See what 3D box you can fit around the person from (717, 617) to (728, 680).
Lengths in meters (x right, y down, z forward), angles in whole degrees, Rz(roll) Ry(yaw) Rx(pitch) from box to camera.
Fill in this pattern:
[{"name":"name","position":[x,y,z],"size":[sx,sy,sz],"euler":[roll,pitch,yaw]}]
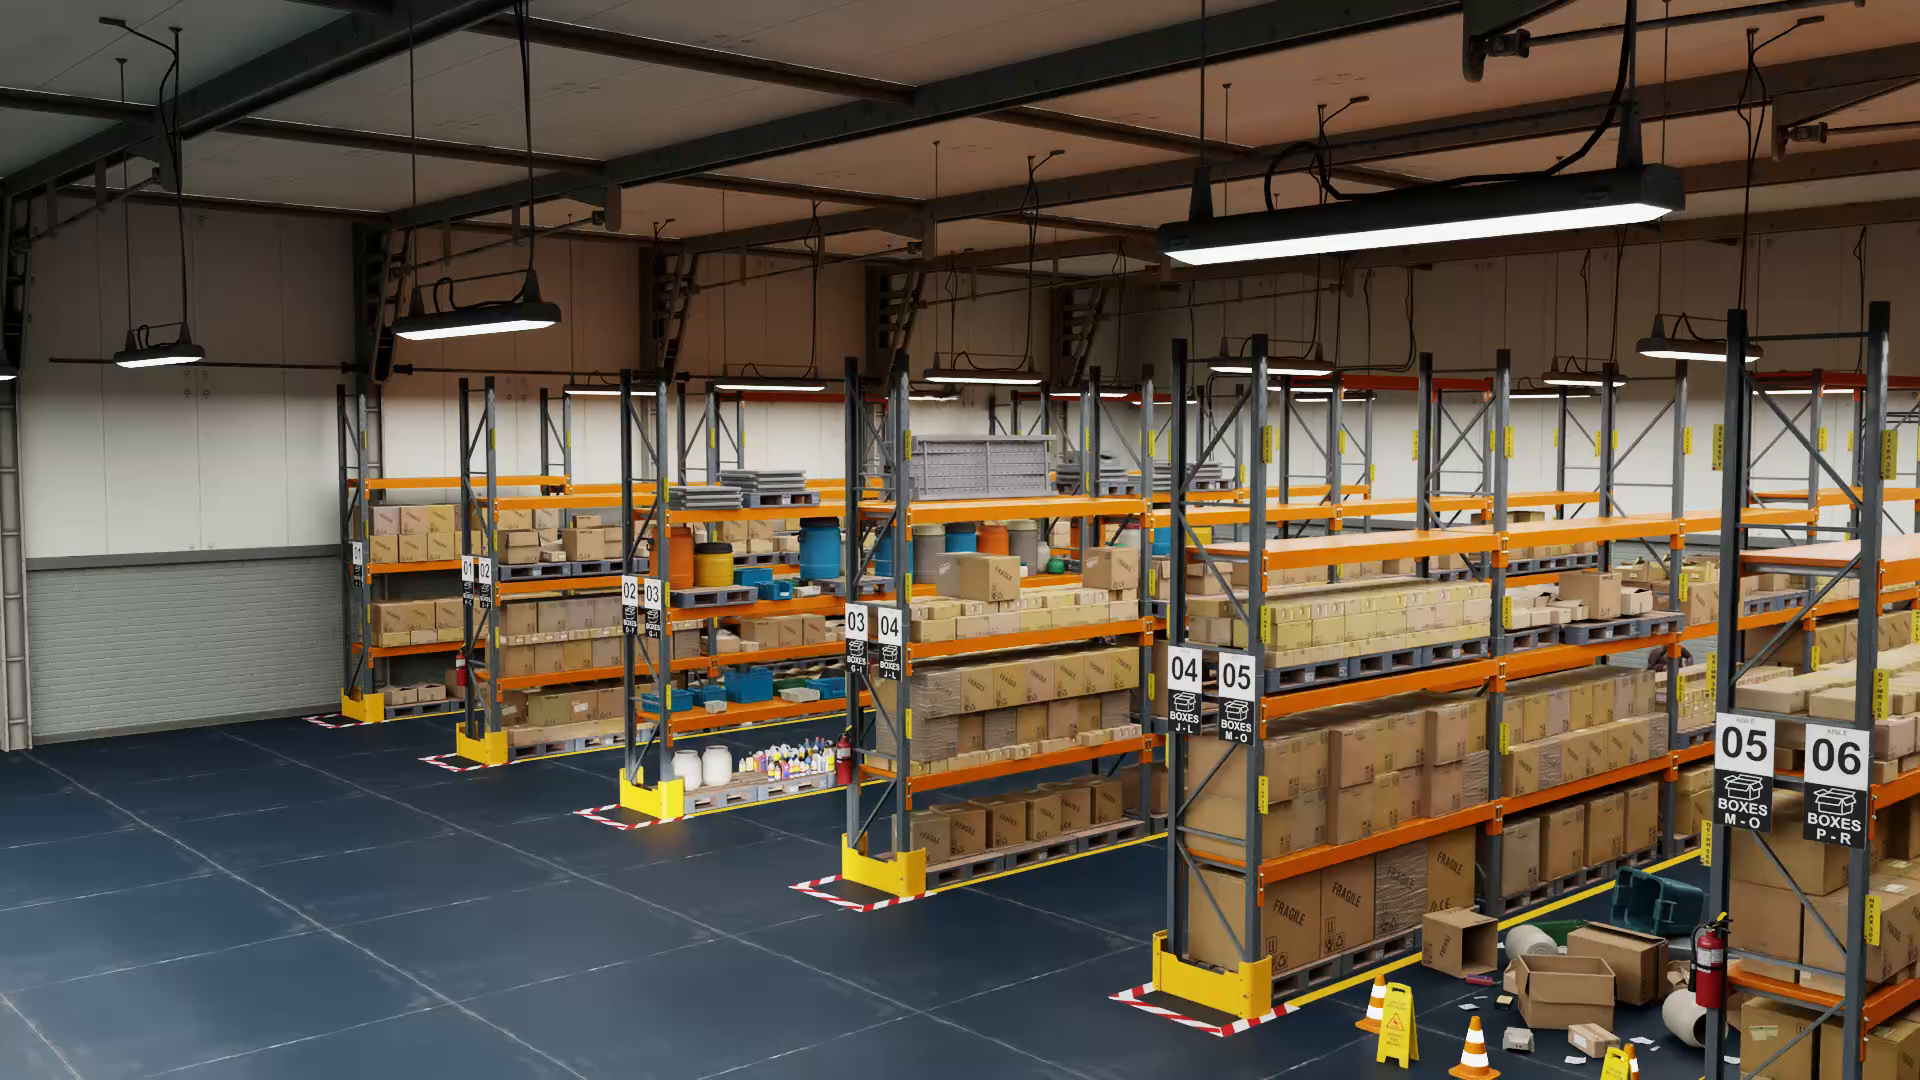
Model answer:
[{"name":"person","position":[-4.630,2.285,31.744],"size":[0.514,1.631,0.653],"euler":[4,5,43]}]

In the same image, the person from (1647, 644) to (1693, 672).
[{"name":"person","position":[12.040,2.452,28.155],"size":[0.757,1.805,0.767],"euler":[2,4,24]}]
